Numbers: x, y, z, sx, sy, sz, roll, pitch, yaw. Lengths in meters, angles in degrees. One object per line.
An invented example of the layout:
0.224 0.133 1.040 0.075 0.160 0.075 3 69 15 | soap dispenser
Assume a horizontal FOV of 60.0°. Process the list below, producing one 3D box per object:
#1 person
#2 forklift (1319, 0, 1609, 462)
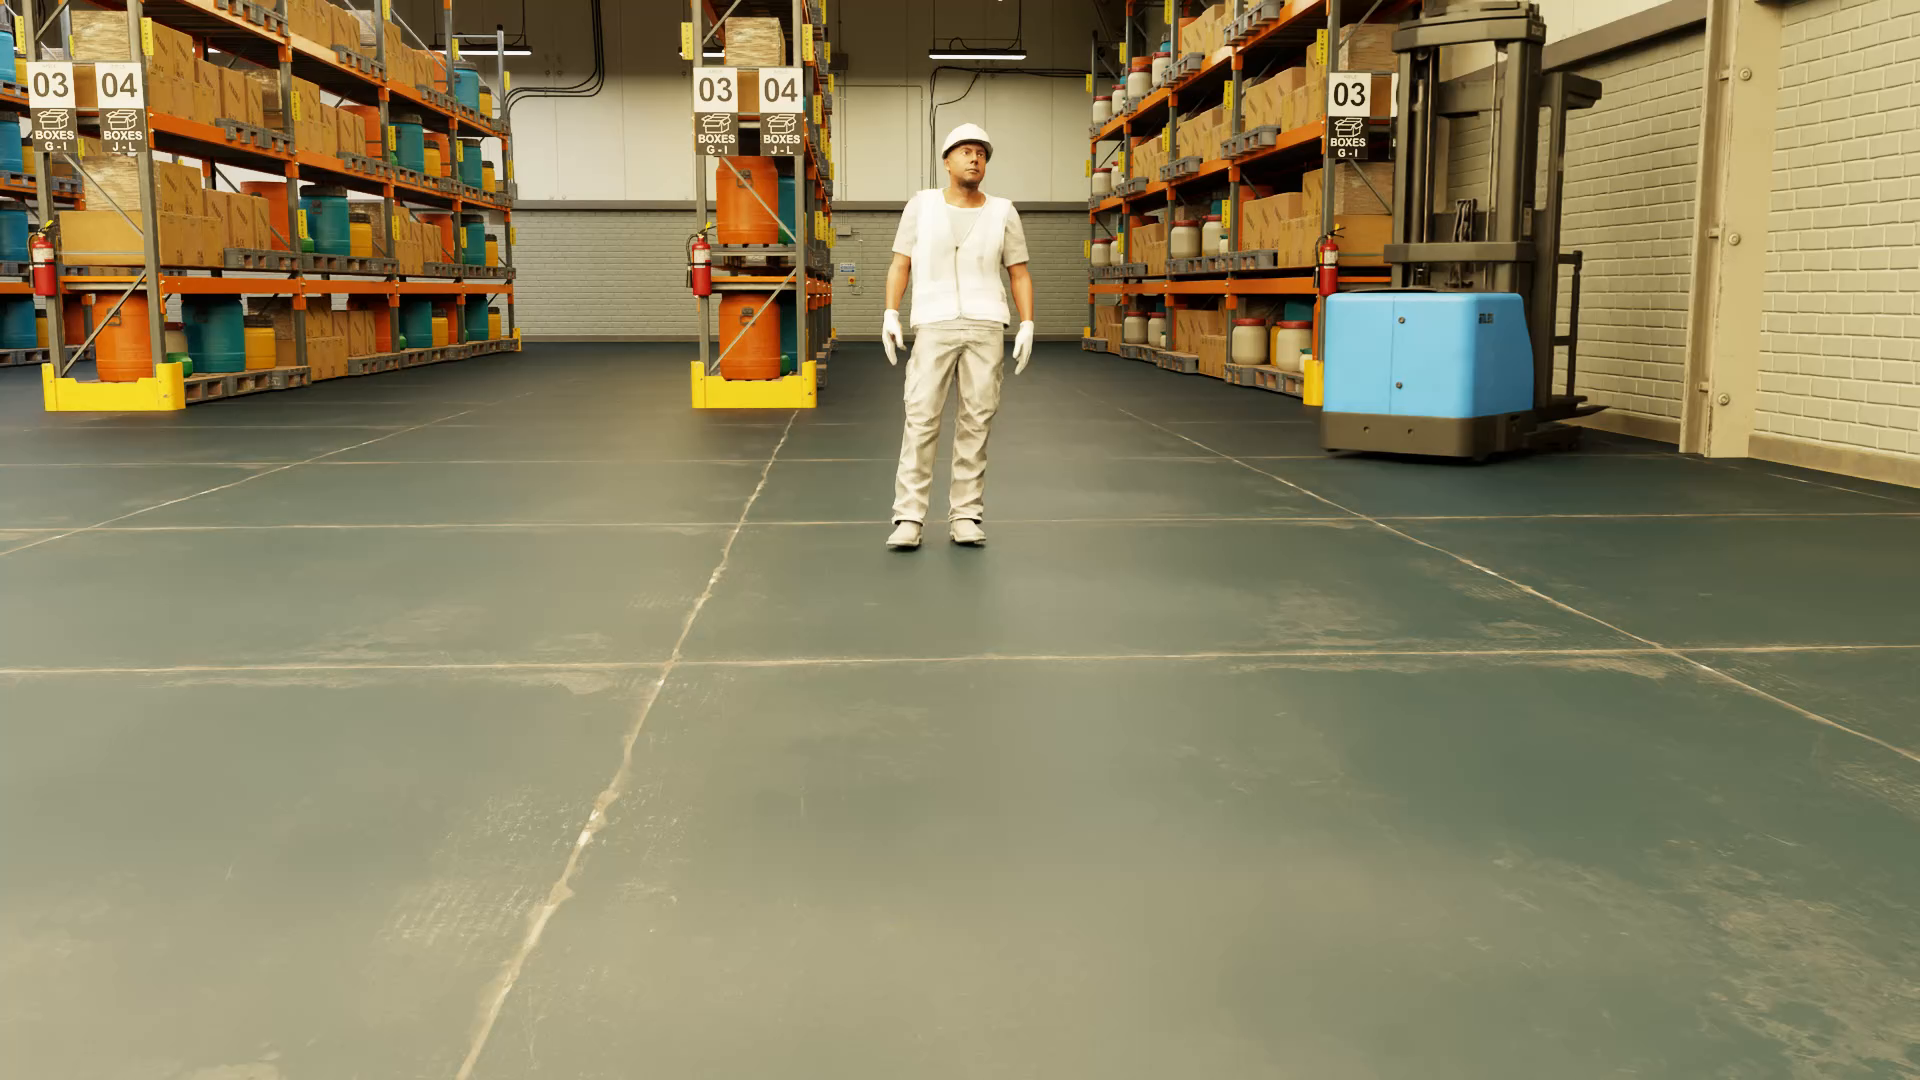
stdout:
-0.003 -0.878 7.106 0.656 1.784 0.575 -1 8 -4 | person
3.692 -2.105 11.509 1.130 2.935 3.031 7 11 40 | forklift
